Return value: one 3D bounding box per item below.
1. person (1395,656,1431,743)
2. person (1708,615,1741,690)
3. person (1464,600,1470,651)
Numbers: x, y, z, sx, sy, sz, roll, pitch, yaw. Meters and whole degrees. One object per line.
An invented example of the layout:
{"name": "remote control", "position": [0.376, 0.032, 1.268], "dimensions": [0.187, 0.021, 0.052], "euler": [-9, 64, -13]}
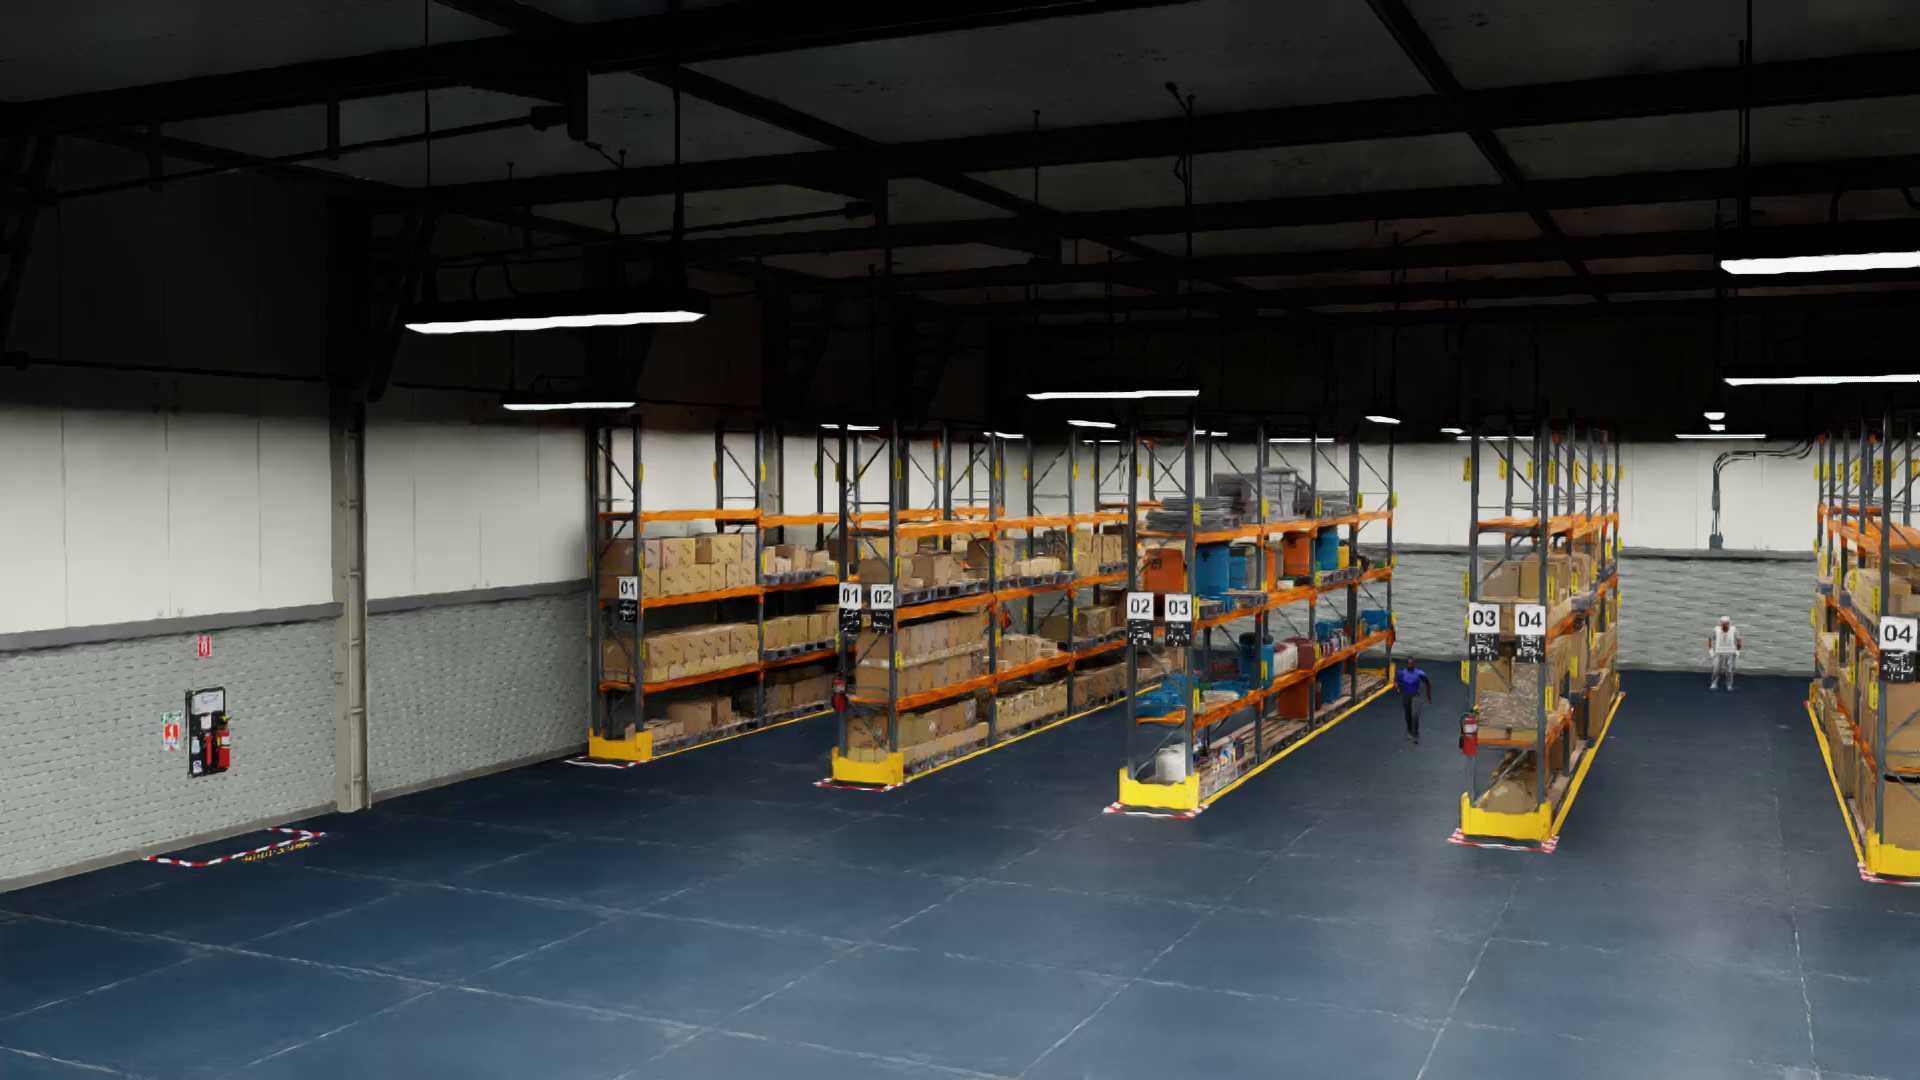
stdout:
{"name": "person", "position": [8.395, 2.991, 30.940], "dimensions": [0.580, 1.479, 0.831], "euler": [1, 3, 30]}
{"name": "person", "position": [17.477, 2.579, 38.029], "dimensions": [0.702, 1.735, 0.549], "euler": [1, 3, 23]}
{"name": "person", "position": [12.993, 2.386, 42.003], "dimensions": [0.488, 1.752, 0.659], "euler": [0, 2, -8]}
